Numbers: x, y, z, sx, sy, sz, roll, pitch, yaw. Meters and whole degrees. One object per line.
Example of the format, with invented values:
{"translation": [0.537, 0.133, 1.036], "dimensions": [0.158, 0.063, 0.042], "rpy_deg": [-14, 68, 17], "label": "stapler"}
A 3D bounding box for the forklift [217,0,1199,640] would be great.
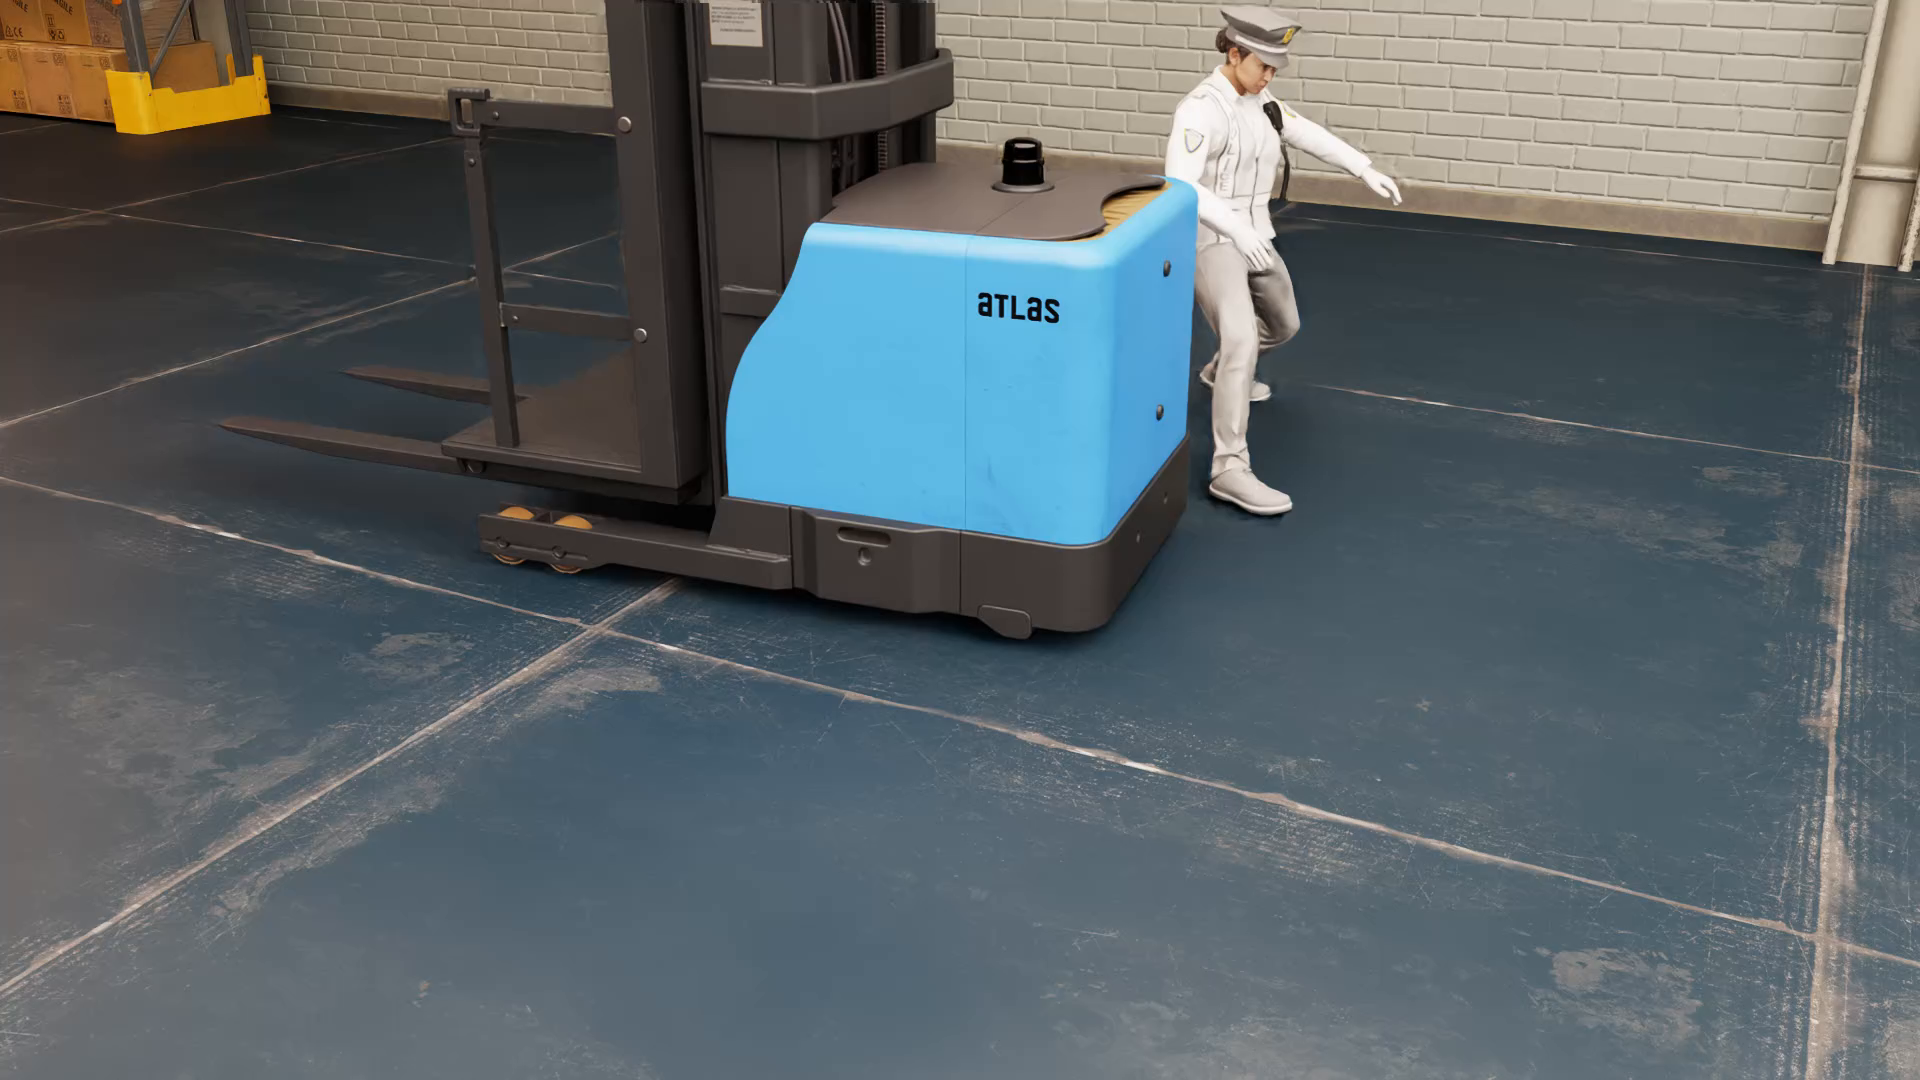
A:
{"translation": [-0.875, -1.432, 4.690], "dimensions": [3.031, 2.935, 1.130], "rpy_deg": [8, 24, 19], "label": "forklift"}

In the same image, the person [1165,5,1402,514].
{"translation": [1.015, -1.002, 5.558], "dimensions": [0.958, 1.489, 1.066], "rpy_deg": [21, 31, 40], "label": "person"}
